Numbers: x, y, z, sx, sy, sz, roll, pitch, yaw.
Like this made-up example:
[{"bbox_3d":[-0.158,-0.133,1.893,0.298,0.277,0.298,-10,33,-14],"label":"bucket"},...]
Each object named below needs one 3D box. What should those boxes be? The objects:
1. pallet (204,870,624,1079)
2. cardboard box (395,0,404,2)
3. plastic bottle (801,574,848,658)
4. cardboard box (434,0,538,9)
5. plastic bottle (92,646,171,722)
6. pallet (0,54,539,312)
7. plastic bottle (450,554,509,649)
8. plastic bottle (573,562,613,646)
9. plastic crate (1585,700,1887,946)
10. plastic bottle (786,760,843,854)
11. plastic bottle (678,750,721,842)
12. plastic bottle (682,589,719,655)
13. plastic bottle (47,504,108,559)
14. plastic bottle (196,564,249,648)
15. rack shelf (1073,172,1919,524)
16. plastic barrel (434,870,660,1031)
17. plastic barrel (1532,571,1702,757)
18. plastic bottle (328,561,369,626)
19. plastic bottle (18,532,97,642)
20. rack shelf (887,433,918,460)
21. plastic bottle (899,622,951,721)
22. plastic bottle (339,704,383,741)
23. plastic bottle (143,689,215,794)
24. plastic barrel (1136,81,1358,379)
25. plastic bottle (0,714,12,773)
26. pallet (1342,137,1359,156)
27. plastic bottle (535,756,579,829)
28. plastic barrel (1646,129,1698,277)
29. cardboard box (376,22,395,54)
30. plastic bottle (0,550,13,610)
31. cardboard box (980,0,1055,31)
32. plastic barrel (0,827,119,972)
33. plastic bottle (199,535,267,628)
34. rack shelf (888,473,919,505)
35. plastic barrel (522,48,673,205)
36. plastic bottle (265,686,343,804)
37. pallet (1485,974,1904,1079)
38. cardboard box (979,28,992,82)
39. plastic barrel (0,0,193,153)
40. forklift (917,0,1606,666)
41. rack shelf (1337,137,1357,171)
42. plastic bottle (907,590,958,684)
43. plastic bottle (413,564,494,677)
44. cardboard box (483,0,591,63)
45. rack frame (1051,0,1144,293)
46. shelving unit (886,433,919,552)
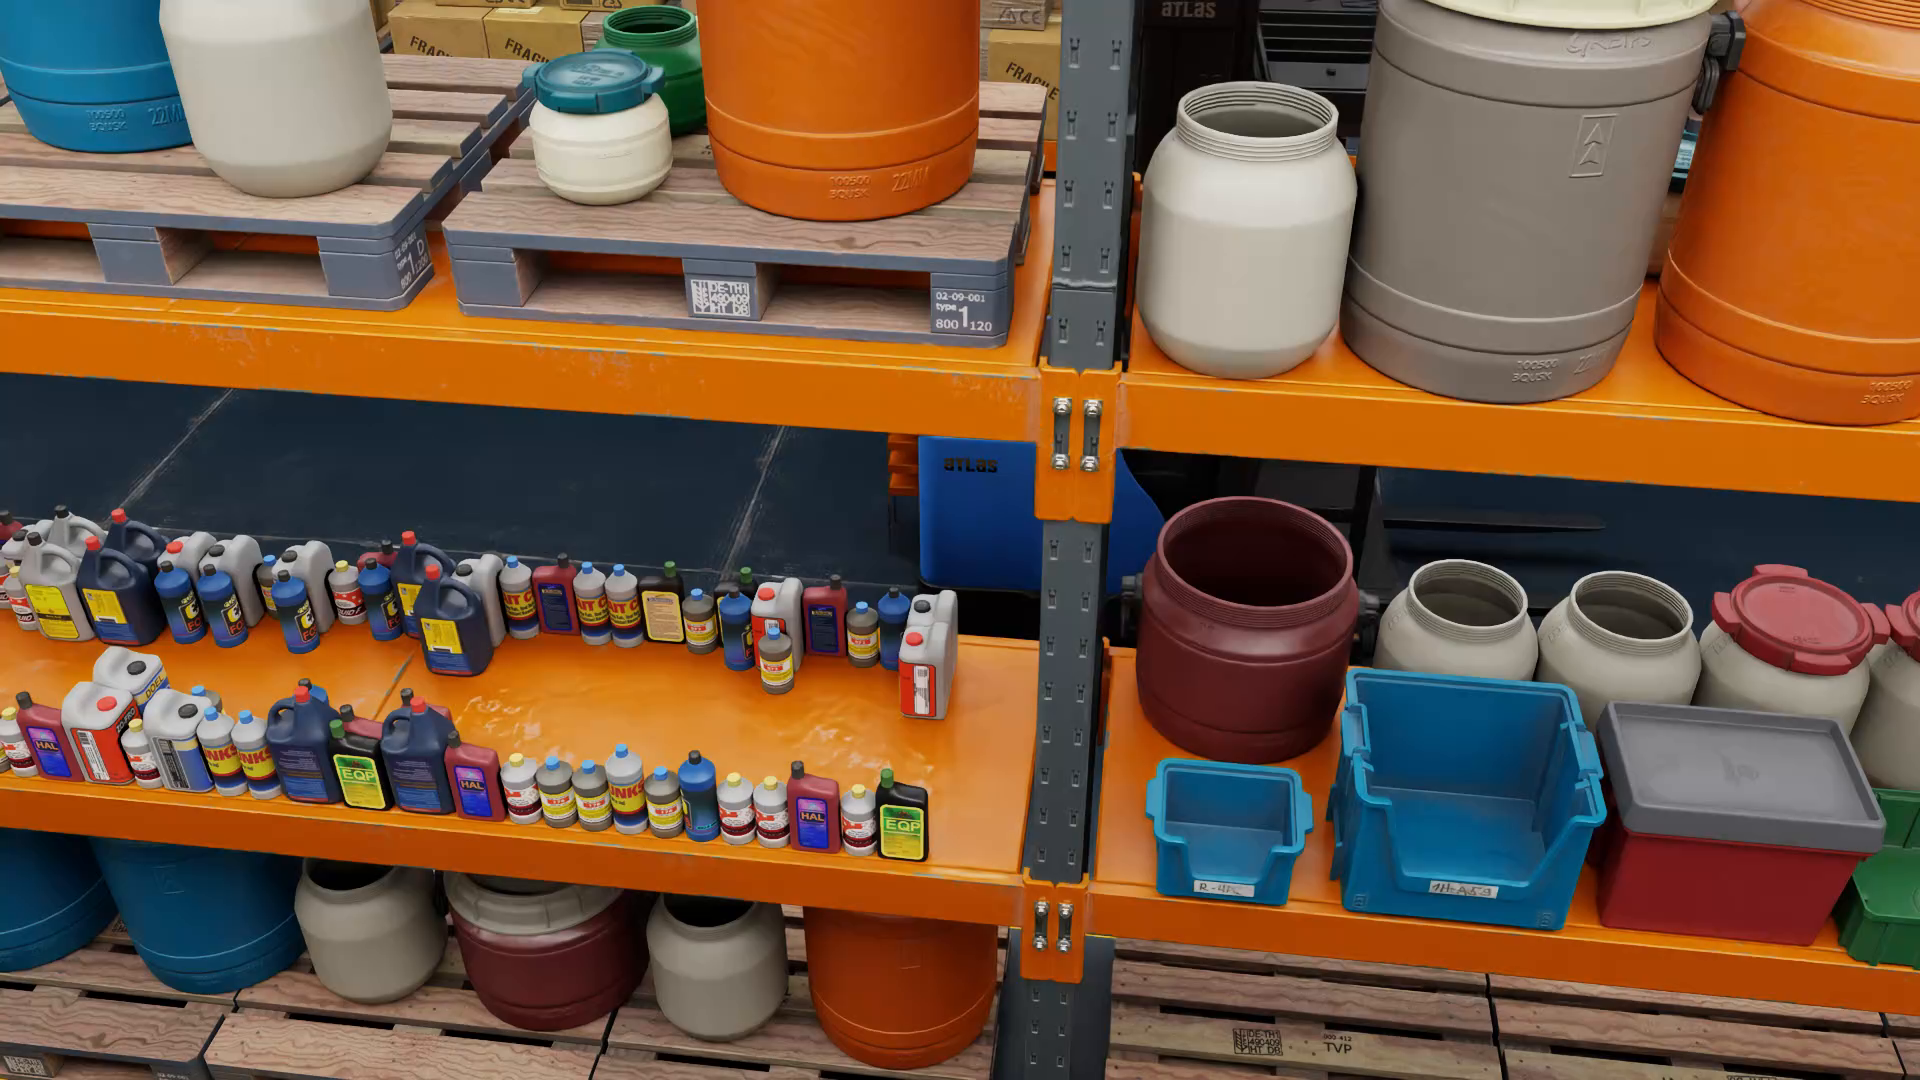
[{"bbox_3d":[-1.687,1.452,5.534,1.213,0.211,1.003,4,36,6],"label":"pallet"},{"bbox_3d":[-4.528,-4.540,13.621,0.250,0.149,0.380,3,36,4],"label":"cardboard box"},{"bbox_3d":[-0.401,0.221,4.958,0.133,0.283,0.061,4,36,6],"label":"plastic bottle"},{"bbox_3d":[-2.395,-3.114,8.581,0.637,0.503,0.797,3,36,5],"label":"cardboard box"},{"bbox_3d":[-2.312,0.432,4.670,0.135,0.276,0.152,4,36,6],"label":"plastic bottle"},{"bbox_3d":[-1.745,-0.913,4.028,1.213,0.211,1.003,4,36,6],"label":"pallet"},{"bbox_3d":[-1.457,0.172,5.033,0.135,0.276,0.152,4,36,6],"label":"plastic bottle"},{"bbox_3d":[-1.109,0.184,5.021,0.097,0.271,0.097,0,36,0],"label":"plastic bottle"},{"bbox_3d":[1.871,0.712,4.115,0.583,0.464,0.402,4,36,6],"label":"plastic crate"},{"bbox_3d":[-0.378,0.689,4.303,0.133,0.283,0.061,4,36,6],"label":"plastic bottle"},{"bbox_3d":[-0.683,0.660,4.353,0.097,0.271,0.097,0,36,0],"label":"plastic bottle"},{"bbox_3d":[-0.784,0.237,5.007,0.097,0.201,0.097,0,36,0],"label":"plastic bottle"},{"bbox_3d":[-2.707,0.046,5.146,0.185,0.351,0.144,4,36,6],"label":"plastic bottle"},{"bbox_3d":[-2.230,0.190,5.013,0.097,0.271,0.097,0,36,0],"label":"plastic bottle"},{"bbox_3d":[2.291,-0.337,3.678,4.000,0.370,1.077,4,36,6],"label":"rack shelf"},{"bbox_3d":[-1.301,1.143,5.280,0.708,0.588,0.600,4,36,6],"label":"plastic barrel"},{"bbox_3d":[1.772,0.381,4.537,0.421,0.512,0.421,0,36,0],"label":"plastic barrel"},{"bbox_3d":[-1.884,0.155,5.122,0.097,0.201,0.097,0,36,0],"label":"plastic bottle"},{"bbox_3d":[-2.725,0.129,5.029,0.185,0.351,0.144,4,36,6],"label":"plastic bottle"},{"bbox_3d":[-0.223,-0.462,7.441,0.180,0.103,0.258,3,36,4],"label":"rack shelf"},{"bbox_3d":[-0.100,0.363,4.767,0.135,0.276,0.152,4,36,6],"label":"plastic bottle"},{"bbox_3d":[-1.590,0.563,4.480,0.133,0.283,0.061,4,36,6],"label":"plastic bottle"},{"bbox_3d":[-2.101,0.537,4.523,0.135,0.276,0.152,4,36,6],"label":"plastic bottle"},{"bbox_3d":[0.576,-0.624,3.364,0.421,0.512,0.421,0,36,0],"label":"plastic barrel"},{"bbox_3d":[-2.679,0.540,4.582,0.097,0.201,0.097,0,36,0],"label":"plastic bottle"},{"bbox_3d":[1.658,-2.342,8.614,1.003,0.211,1.213,4,36,6],"label":"pallet"},{"bbox_3d":[-1.069,0.660,4.414,0.097,0.201,0.097,0,36,0],"label":"plastic bottle"},{"bbox_3d":[1.598,-0.762,3.773,0.301,0.262,0.301,0,36,0],"label":"plastic barrel"},{"bbox_3d":[-3.281,-2.818,9.333,0.250,0.149,0.380,4,36,6],"label":"cardboard box"},{"bbox_3d":[-2.985,0.108,5.187,0.097,0.201,0.097,0,36,0],"label":"plastic bottle"},{"bbox_3d":[0.215,-2.924,8.315,0.637,0.503,0.797,5,36,8],"label":"cardboard box"},{"bbox_3d":[-3.123,0.880,5.380,0.708,0.901,0.600,4,36,6],"label":"plastic barrel"},{"bbox_3d":[-2.232,0.114,5.114,0.135,0.276,0.152,4,36,6],"label":"plastic bottle"},{"bbox_3d":[-0.223,-0.267,7.581,0.180,0.103,0.258,3,36,4],"label":"rack shelf"},{"bbox_3d":[-0.775,-0.888,3.587,0.301,0.262,0.301,0,36,0],"label":"plastic barrel"},{"bbox_3d":[-1.750,0.535,4.461,0.185,0.351,0.144,4,36,6],"label":"plastic bottle"},{"bbox_3d":[2.277,1.749,5.118,1.213,0.211,1.003,4,36,6],"label":"pallet"},{"bbox_3d":[-0.077,-2.386,8.425,0.500,0.500,0.500,4,36,6],"label":"cardboard box"},{"bbox_3d":[-1.948,-1.411,3.770,0.708,0.901,0.600,4,36,6],"label":"plastic barrel"},{"bbox_3d":[1.364,-0.978,6.597,3.031,2.935,1.130,3,36,4],"label":"forklift"},{"bbox_3d":[2.921,-1.970,8.548,4.000,0.370,1.077,4,36,6],"label":"rack shelf"},{"bbox_3d":[-0.081,0.275,4.890,0.135,0.276,0.152,4,36,6],"label":"plastic bottle"},{"bbox_3d":[-1.500,0.225,4.895,0.185,0.351,0.144,4,36,6],"label":"plastic bottle"},{"bbox_3d":[-2.106,-2.533,8.631,0.500,0.500,0.500,4,36,6],"label":"cardboard box"},{"bbox_3d":[0.307,-1.999,2.805,0.127,3.000,1.000,4,36,6],"label":"rack frame"},{"bbox_3d":[-0.223,-0.498,7.415,0.189,1.200,0.258,3,36,4],"label":"shelving unit"}]
